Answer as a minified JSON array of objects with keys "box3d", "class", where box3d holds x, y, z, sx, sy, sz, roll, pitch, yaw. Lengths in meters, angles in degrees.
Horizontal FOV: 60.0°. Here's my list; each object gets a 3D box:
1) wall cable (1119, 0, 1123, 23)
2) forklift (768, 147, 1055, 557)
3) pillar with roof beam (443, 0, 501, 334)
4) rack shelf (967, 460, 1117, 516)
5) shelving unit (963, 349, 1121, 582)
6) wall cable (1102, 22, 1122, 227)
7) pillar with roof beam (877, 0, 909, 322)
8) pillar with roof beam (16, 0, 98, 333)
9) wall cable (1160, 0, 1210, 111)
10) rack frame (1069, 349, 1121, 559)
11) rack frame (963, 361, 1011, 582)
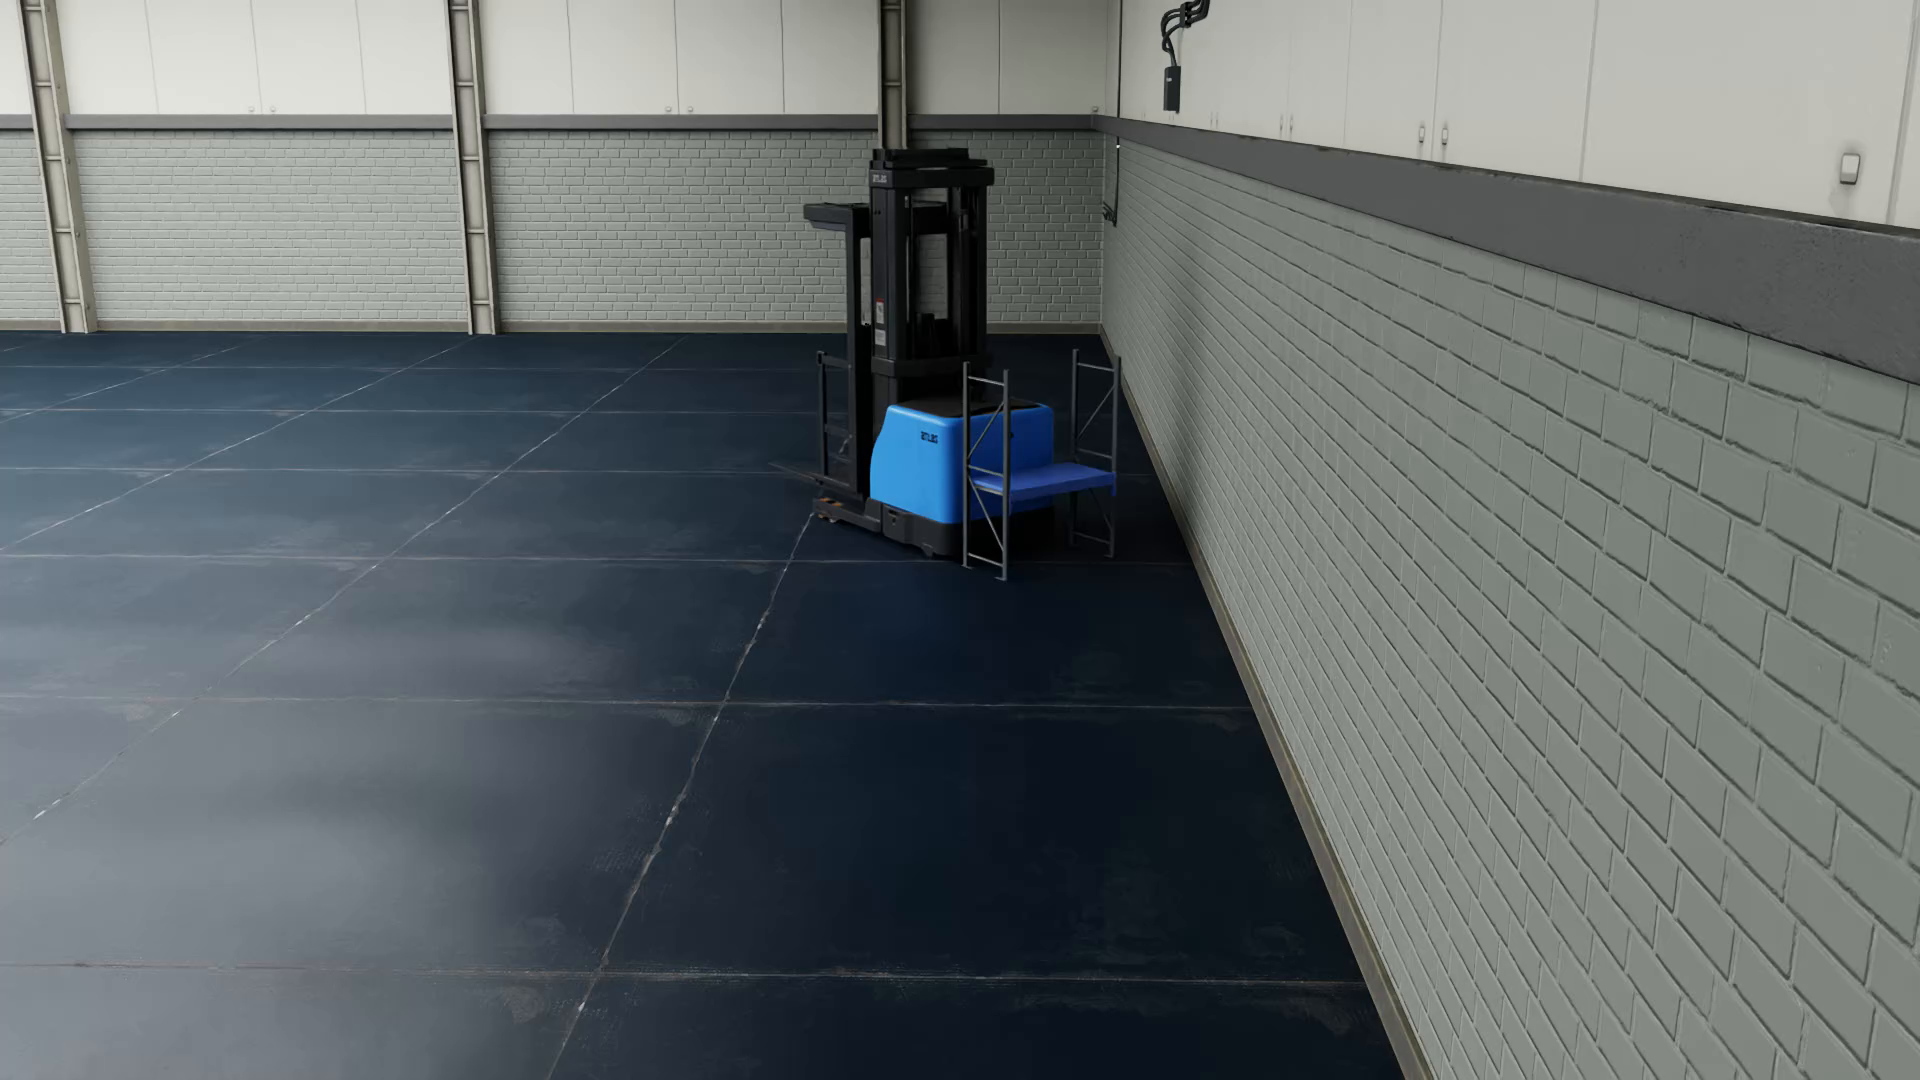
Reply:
[{"box3d":[1.899,-7.234,18.805,0.112,2.526,3.097,0,15,1],"class":"wall cable"},{"box3d":[-0.536,-1.613,13.209,1.130,2.935,3.031,-10,18,-34],"class":"forklift"},{"box3d":[-7.051,-6.281,19.006,0.400,9.000,9.100,0,15,1],"class":"pillar with roof beam"},{"box3d":[0.592,-0.387,12.071,1.000,0.185,0.538,-11,18,-36],"class":"rack shelf"},{"box3d":[0.592,-0.561,12.025,1.048,1.500,0.538,-11,18,-36],"class":"shelving unit"},{"box3d":[1.968,-5.482,22.064,0.112,2.526,3.097,0,15,1],"class":"wall cable"},{"box3d":[-1.053,-6.242,18.858,0.400,9.000,9.100,0,15,1],"class":"pillar with roof beam"},{"box3d":[-13.049,-6.320,19.154,0.400,9.000,9.100,0,15,1],"class":"pillar with roof beam"},{"box3d":[1.710,-6.207,12.058,0.169,6.003,2.305,0,15,1],"class":"wall cable"},{"box3d":[0.997,-0.639,12.322,0.032,1.500,0.500,-11,18,-36],"class":"rack frame"},{"box3d":[0.186,-0.483,11.729,0.032,1.500,0.500,-11,18,-36],"class":"rack frame"}]
